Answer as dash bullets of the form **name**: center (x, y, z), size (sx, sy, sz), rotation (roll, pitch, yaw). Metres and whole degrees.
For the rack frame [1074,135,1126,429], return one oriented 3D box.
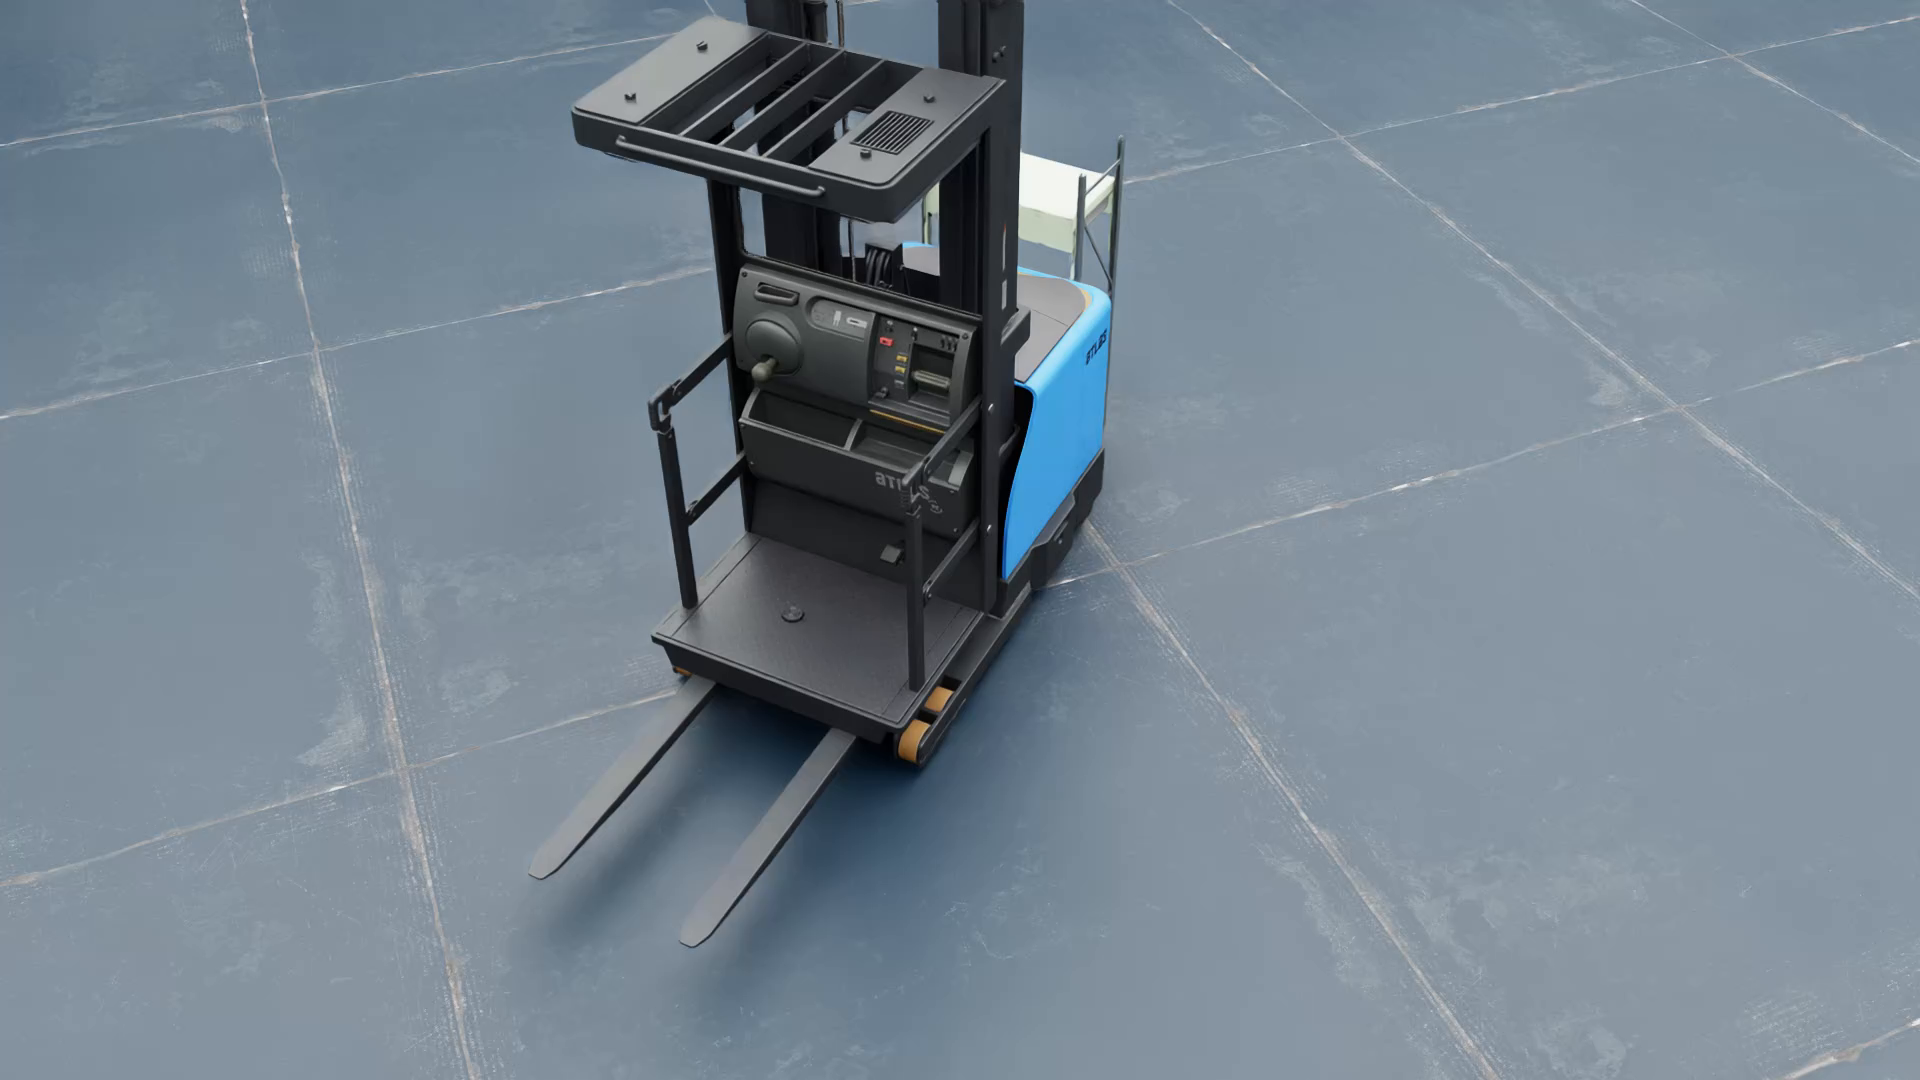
- **rack frame**: center (0.580, -0.995, 7.257), size (0.023, 1.500, 0.400), rotation (20, 45, 22)

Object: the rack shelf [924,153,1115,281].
- **rack shelf**: center (0.262, -1.409, 7.139), size (0.720, 0.370, 0.431), rotation (20, 45, 22)

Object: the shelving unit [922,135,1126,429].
- **shelving unit**: center (0.262, -1.113, 7.394), size (0.755, 1.500, 0.431), rotation (20, 45, 22)

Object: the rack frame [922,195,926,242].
- **rack frame**: center (-0.056, -1.231, 7.531), size (0.023, 1.500, 0.400), rotation (20, 45, 22)

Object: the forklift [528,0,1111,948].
- **forklift**: center (-0.480, -0.602, 5.703), size (1.130, 2.935, 3.031), rotation (18, 44, 20)
